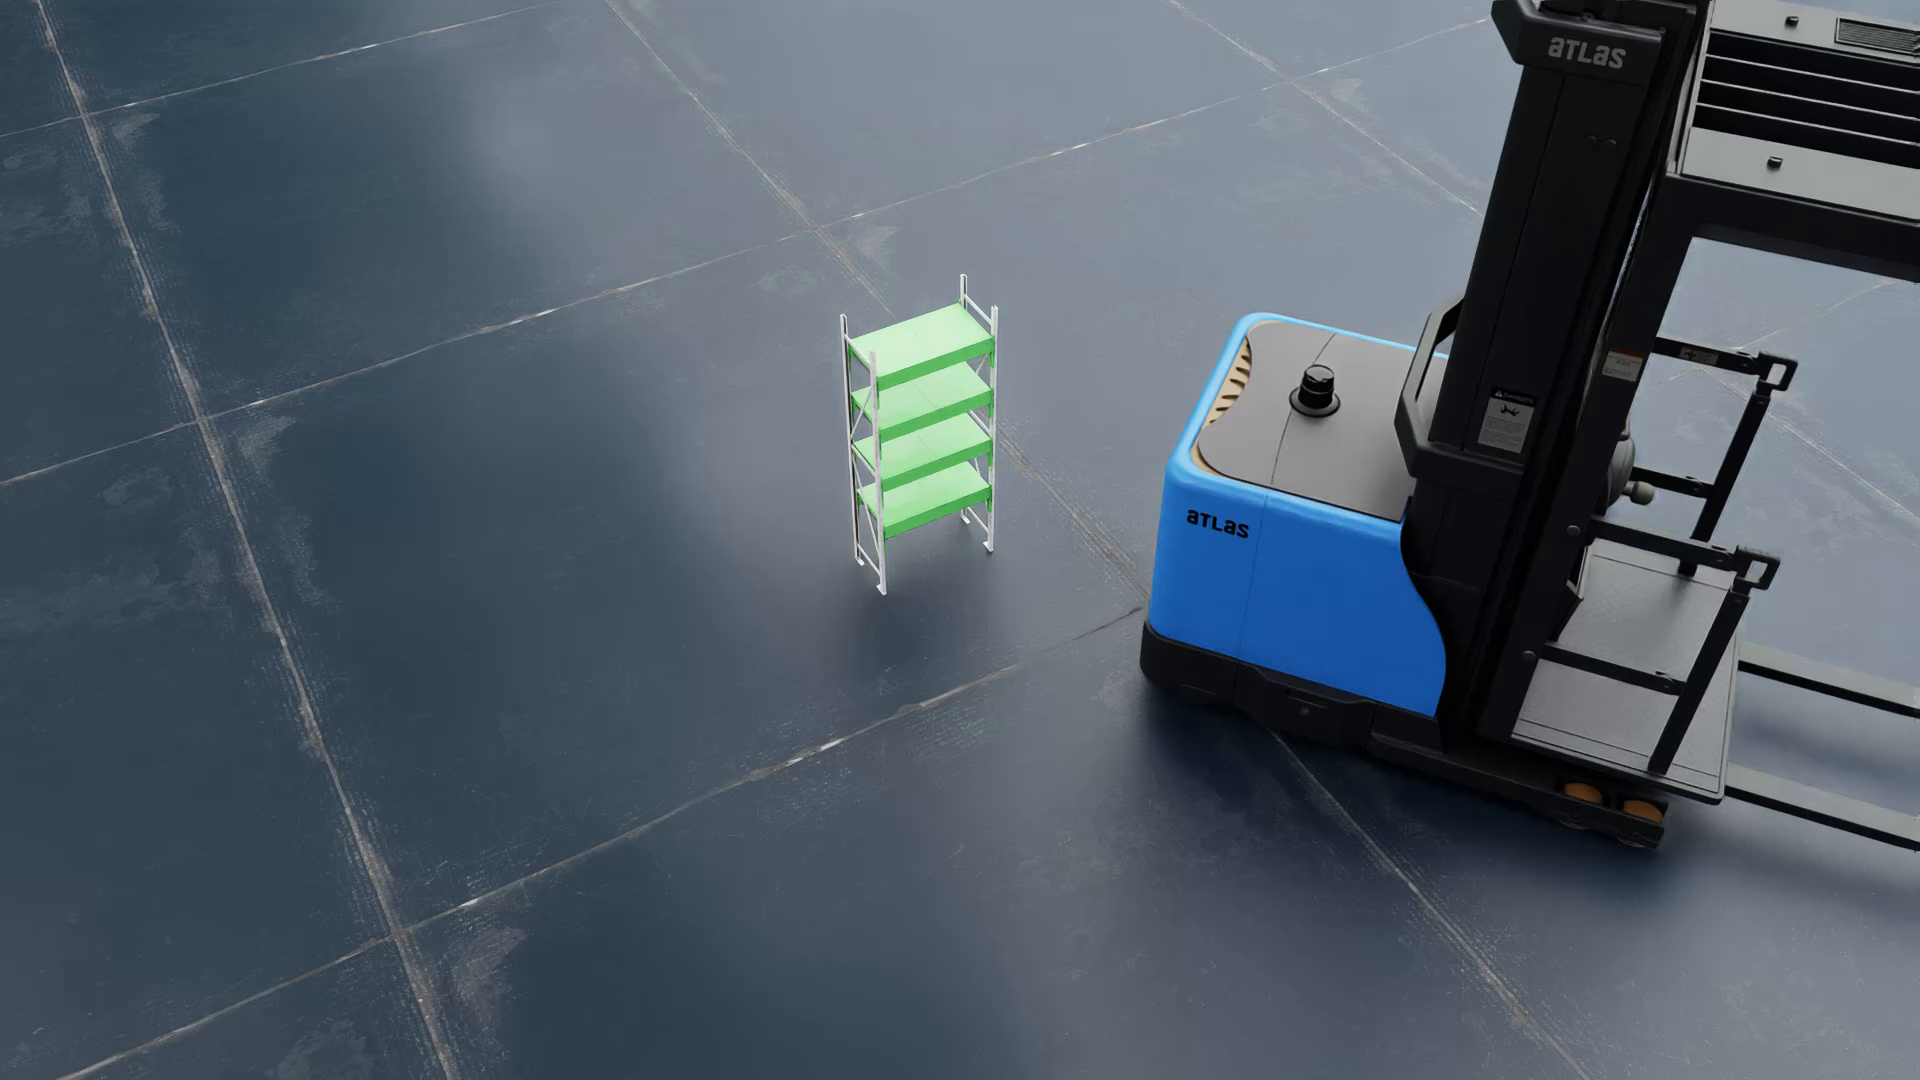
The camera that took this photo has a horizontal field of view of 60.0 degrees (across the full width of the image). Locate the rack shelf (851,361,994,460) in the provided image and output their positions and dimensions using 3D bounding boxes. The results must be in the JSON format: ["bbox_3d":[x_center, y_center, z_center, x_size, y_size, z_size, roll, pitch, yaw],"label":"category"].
[{"bbox_3d":[-0.144,-0.500,6.150,0.480,0.148,0.258,-22,48,-21],"label":"rack shelf"}]

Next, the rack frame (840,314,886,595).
[{"bbox_3d":[-0.355,-0.288,6.186,0.015,1.200,0.240,-22,48,-21],"label":"rack frame"}]

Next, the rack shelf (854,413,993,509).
[{"bbox_3d":[-0.144,-0.327,6.317,0.480,0.148,0.258,-22,48,-21],"label":"rack shelf"}]

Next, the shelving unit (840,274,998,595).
[{"bbox_3d":[-0.144,-0.373,6.273,0.503,1.200,0.258,-22,48,-21],"label":"shelving unit"}]

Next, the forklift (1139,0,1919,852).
[{"bbox_3d":[2.233,-0.429,5.088,3.031,2.935,1.130,16,46,16],"label":"forklift"}]

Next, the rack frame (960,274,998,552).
[{"bbox_3d":[0.068,-0.458,6.360,0.015,1.200,0.240,-22,48,-21],"label":"rack frame"}]

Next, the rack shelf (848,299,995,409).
[{"bbox_3d":[-0.144,-0.672,5.983,0.480,0.148,0.258,-22,48,-21],"label":"rack shelf"}]

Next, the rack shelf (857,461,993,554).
[{"bbox_3d":[-0.144,-0.155,6.485,0.480,0.148,0.258,-22,48,-21],"label":"rack shelf"}]
